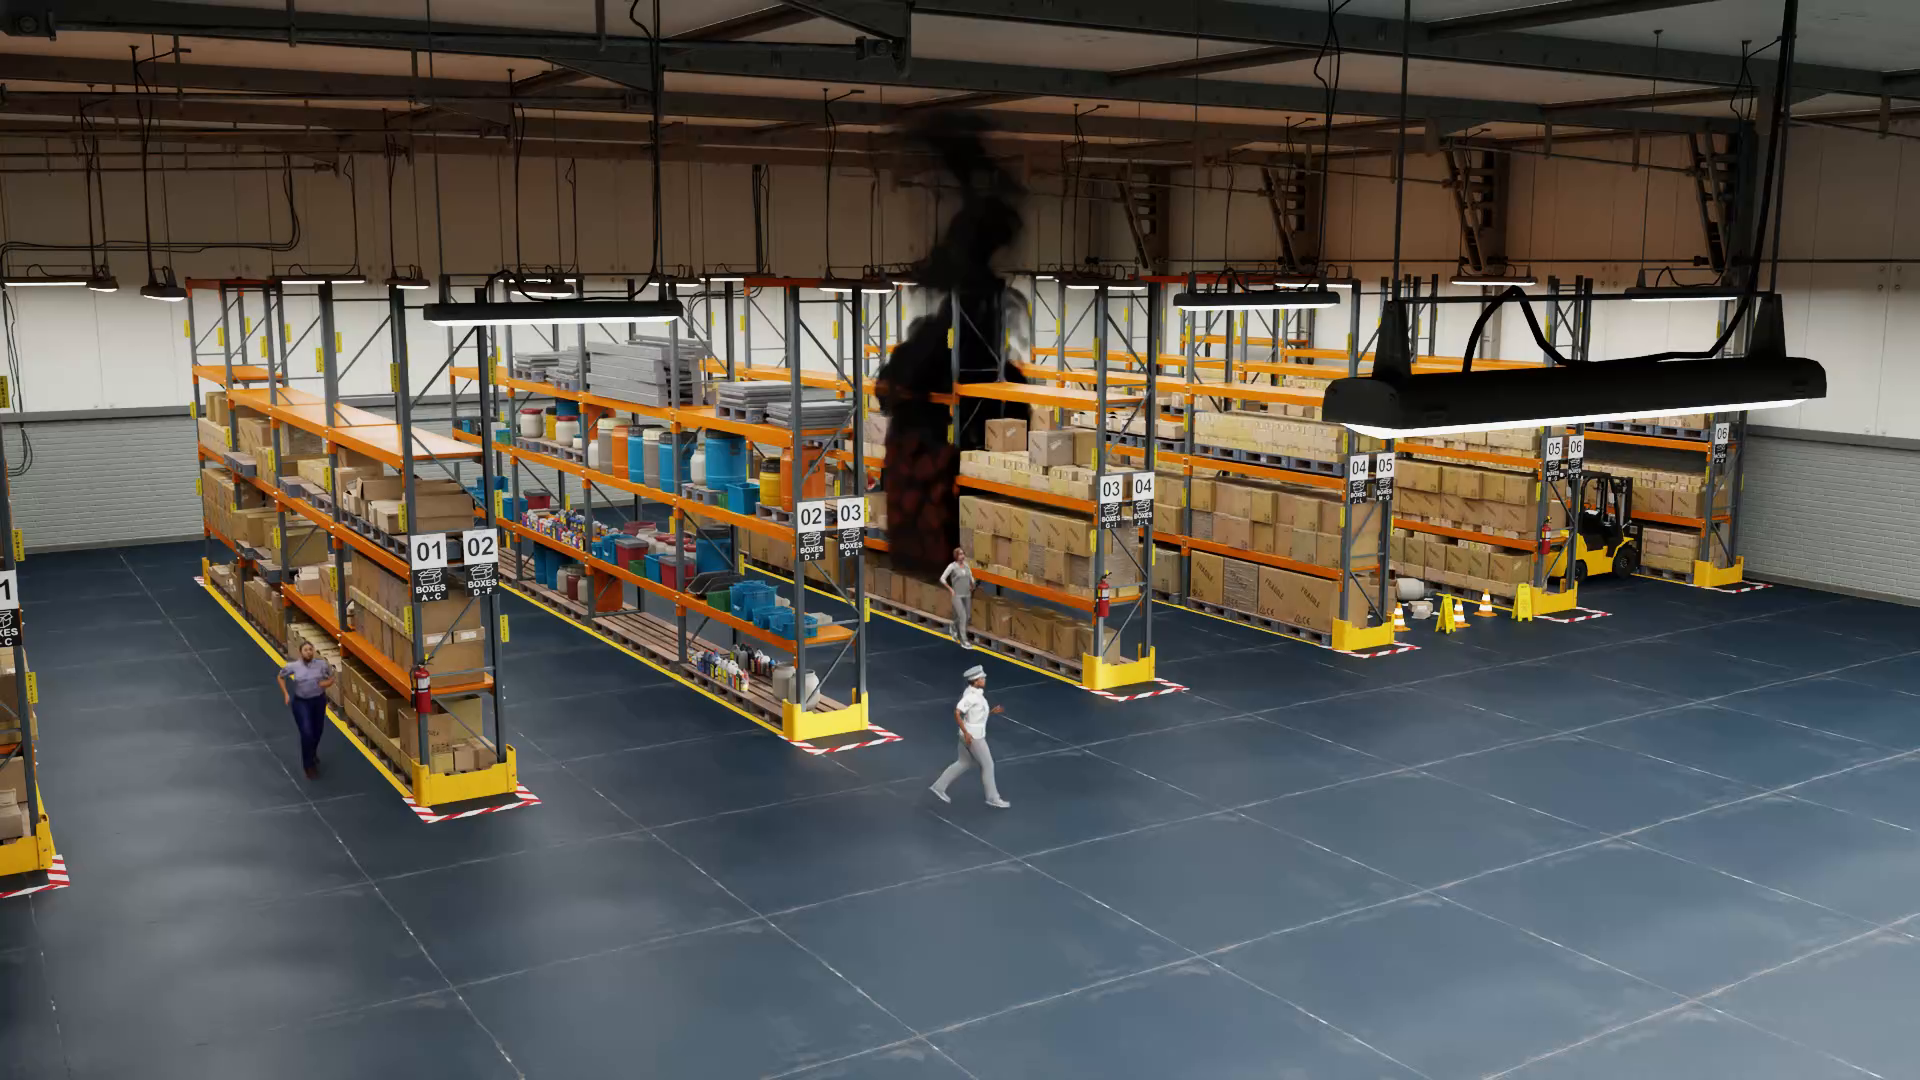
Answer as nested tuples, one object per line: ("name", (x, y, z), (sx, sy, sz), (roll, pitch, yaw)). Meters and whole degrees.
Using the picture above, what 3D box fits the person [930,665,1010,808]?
("person", (0.128, 2.277, 19.238), (0.915, 1.697, 0.567), (-1, 10, -7))

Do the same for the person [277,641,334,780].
("person", (-8.095, 2.091, 20.679), (0.579, 1.706, 0.764), (-8, 13, -40))

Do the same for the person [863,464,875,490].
("person", (-2.283, -0.921, 38.261), (0.660, 1.767, 0.881), (-5, 11, -29))

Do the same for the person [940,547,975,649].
("person", (-0.005, 0.897, 26.182), (0.547, 1.575, 0.702), (-7, 12, -35))
